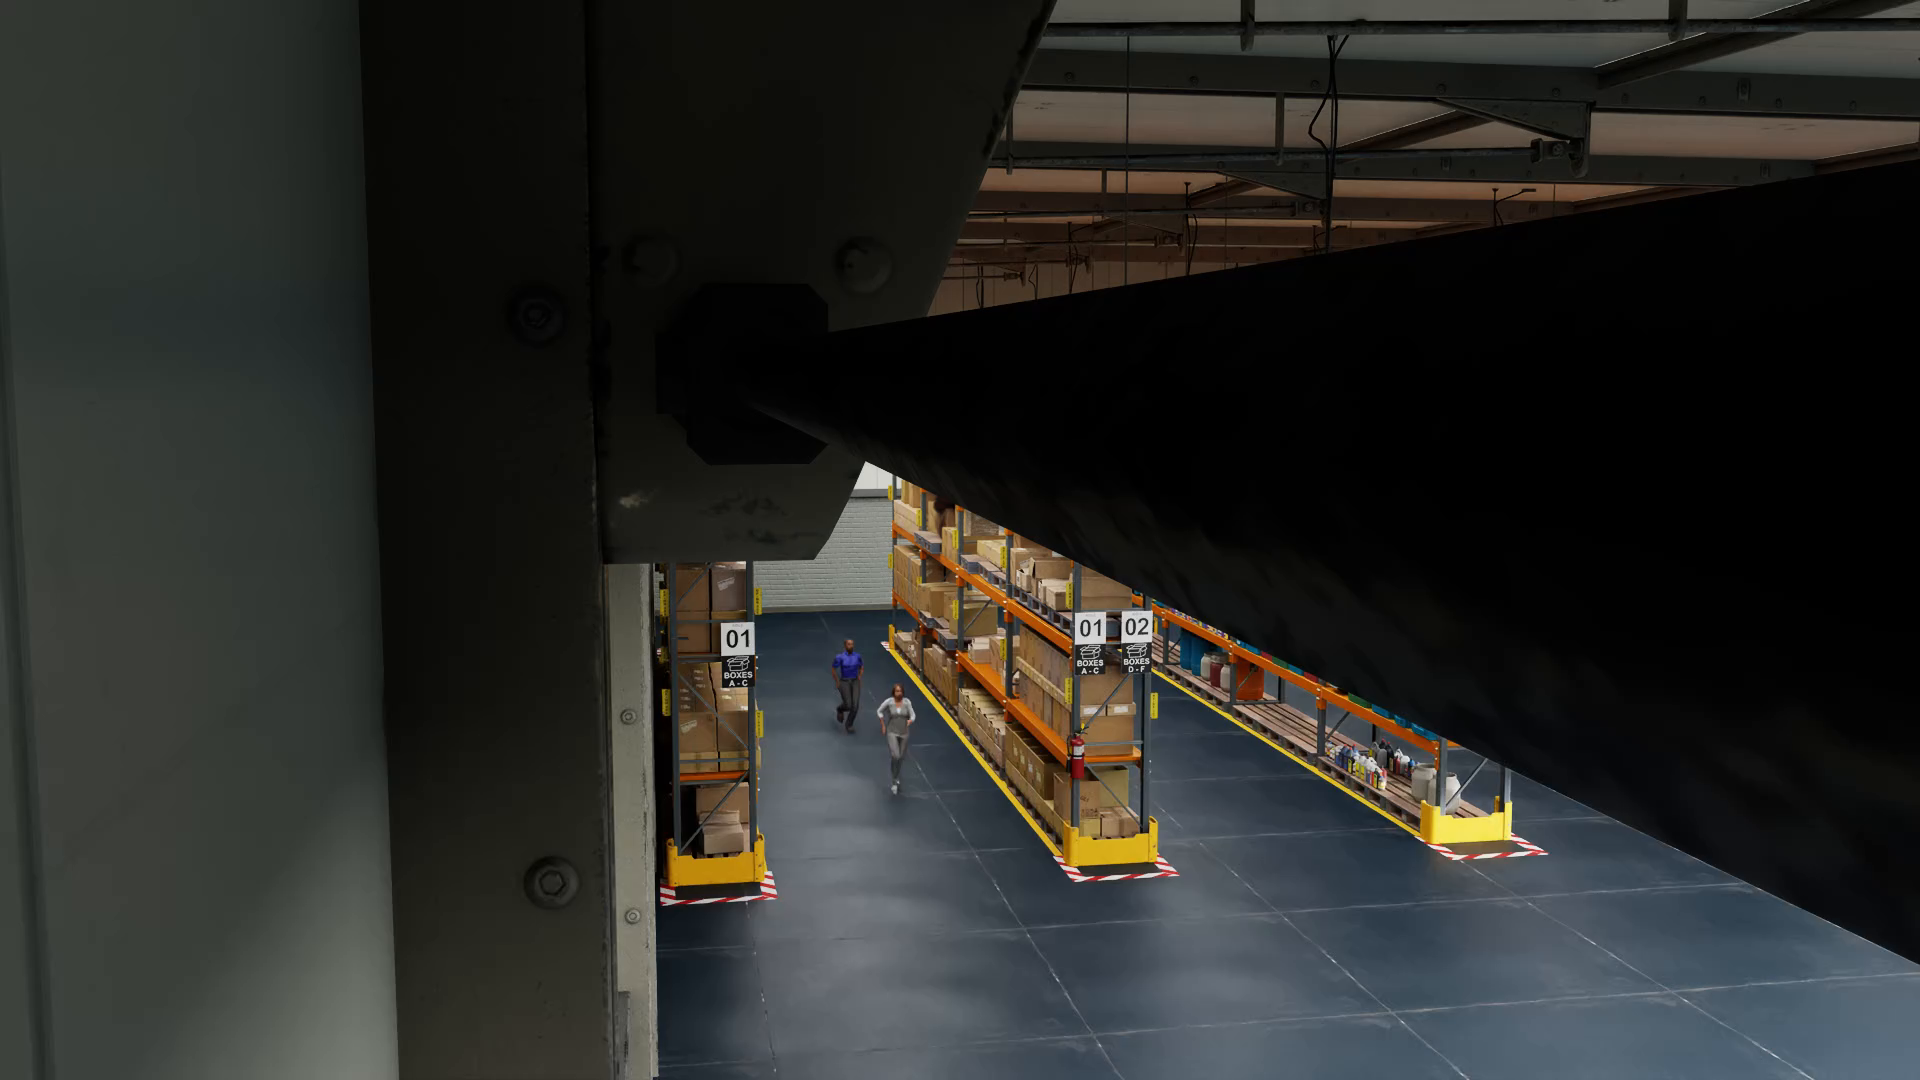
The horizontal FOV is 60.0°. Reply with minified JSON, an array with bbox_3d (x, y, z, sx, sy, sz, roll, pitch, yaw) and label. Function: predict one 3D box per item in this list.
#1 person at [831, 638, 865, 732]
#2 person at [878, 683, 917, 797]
[{"bbox_3d":[-1.862,2.517,28.298,0.569,1.520,0.555,-3,7,-23],"label":"person"},{"bbox_3d":[-0.898,2.915,24.419,0.523,1.629,0.725,-2,6,-17],"label":"person"}]
